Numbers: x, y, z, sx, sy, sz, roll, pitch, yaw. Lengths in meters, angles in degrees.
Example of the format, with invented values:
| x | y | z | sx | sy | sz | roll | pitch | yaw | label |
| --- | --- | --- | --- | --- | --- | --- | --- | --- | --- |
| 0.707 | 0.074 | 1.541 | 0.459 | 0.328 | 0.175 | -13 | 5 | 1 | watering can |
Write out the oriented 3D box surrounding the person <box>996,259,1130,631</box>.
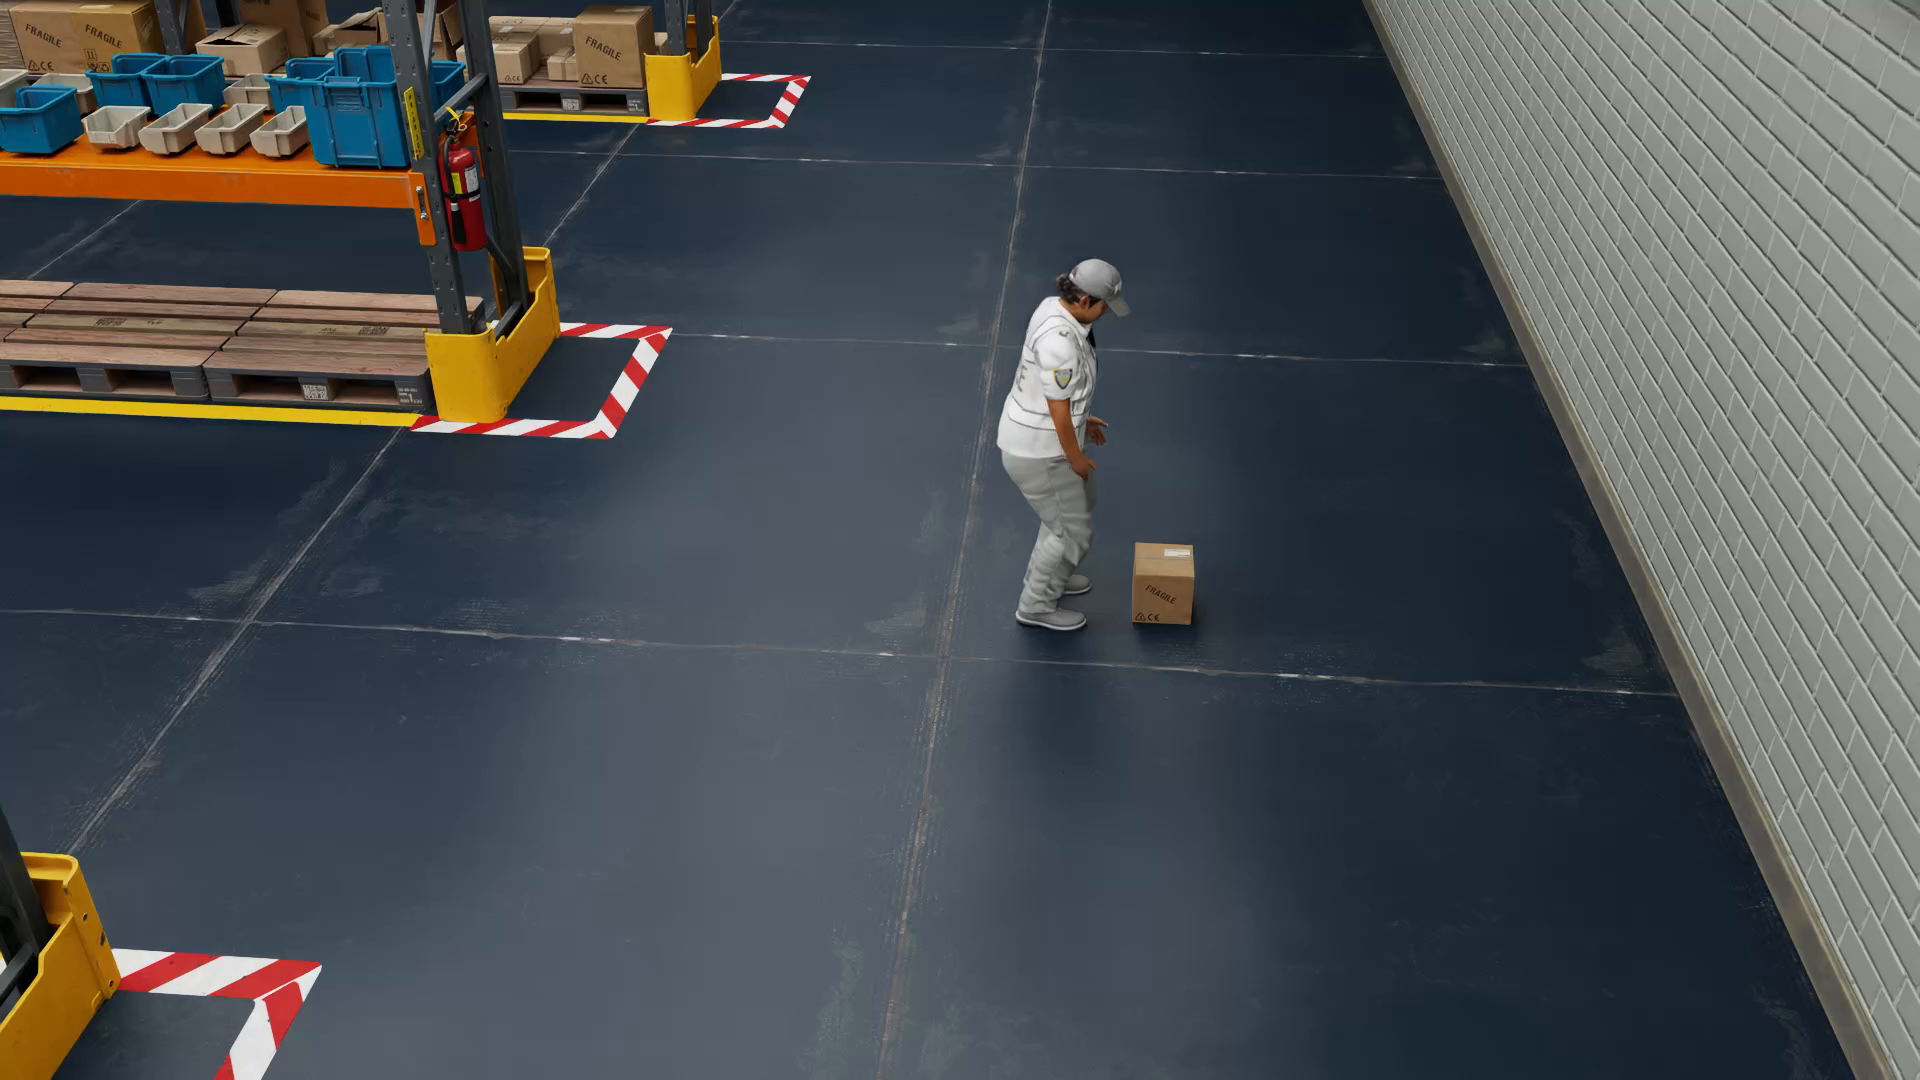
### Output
| x | y | z | sx | sy | sz | roll | pitch | yaw | label |
| --- | --- | --- | --- | --- | --- | --- | --- | --- | --- |
| 0.412 | -0.407 | 6.856 | 0.513 | 1.599 | 0.504 | 3 | 32 | 5 | person |
